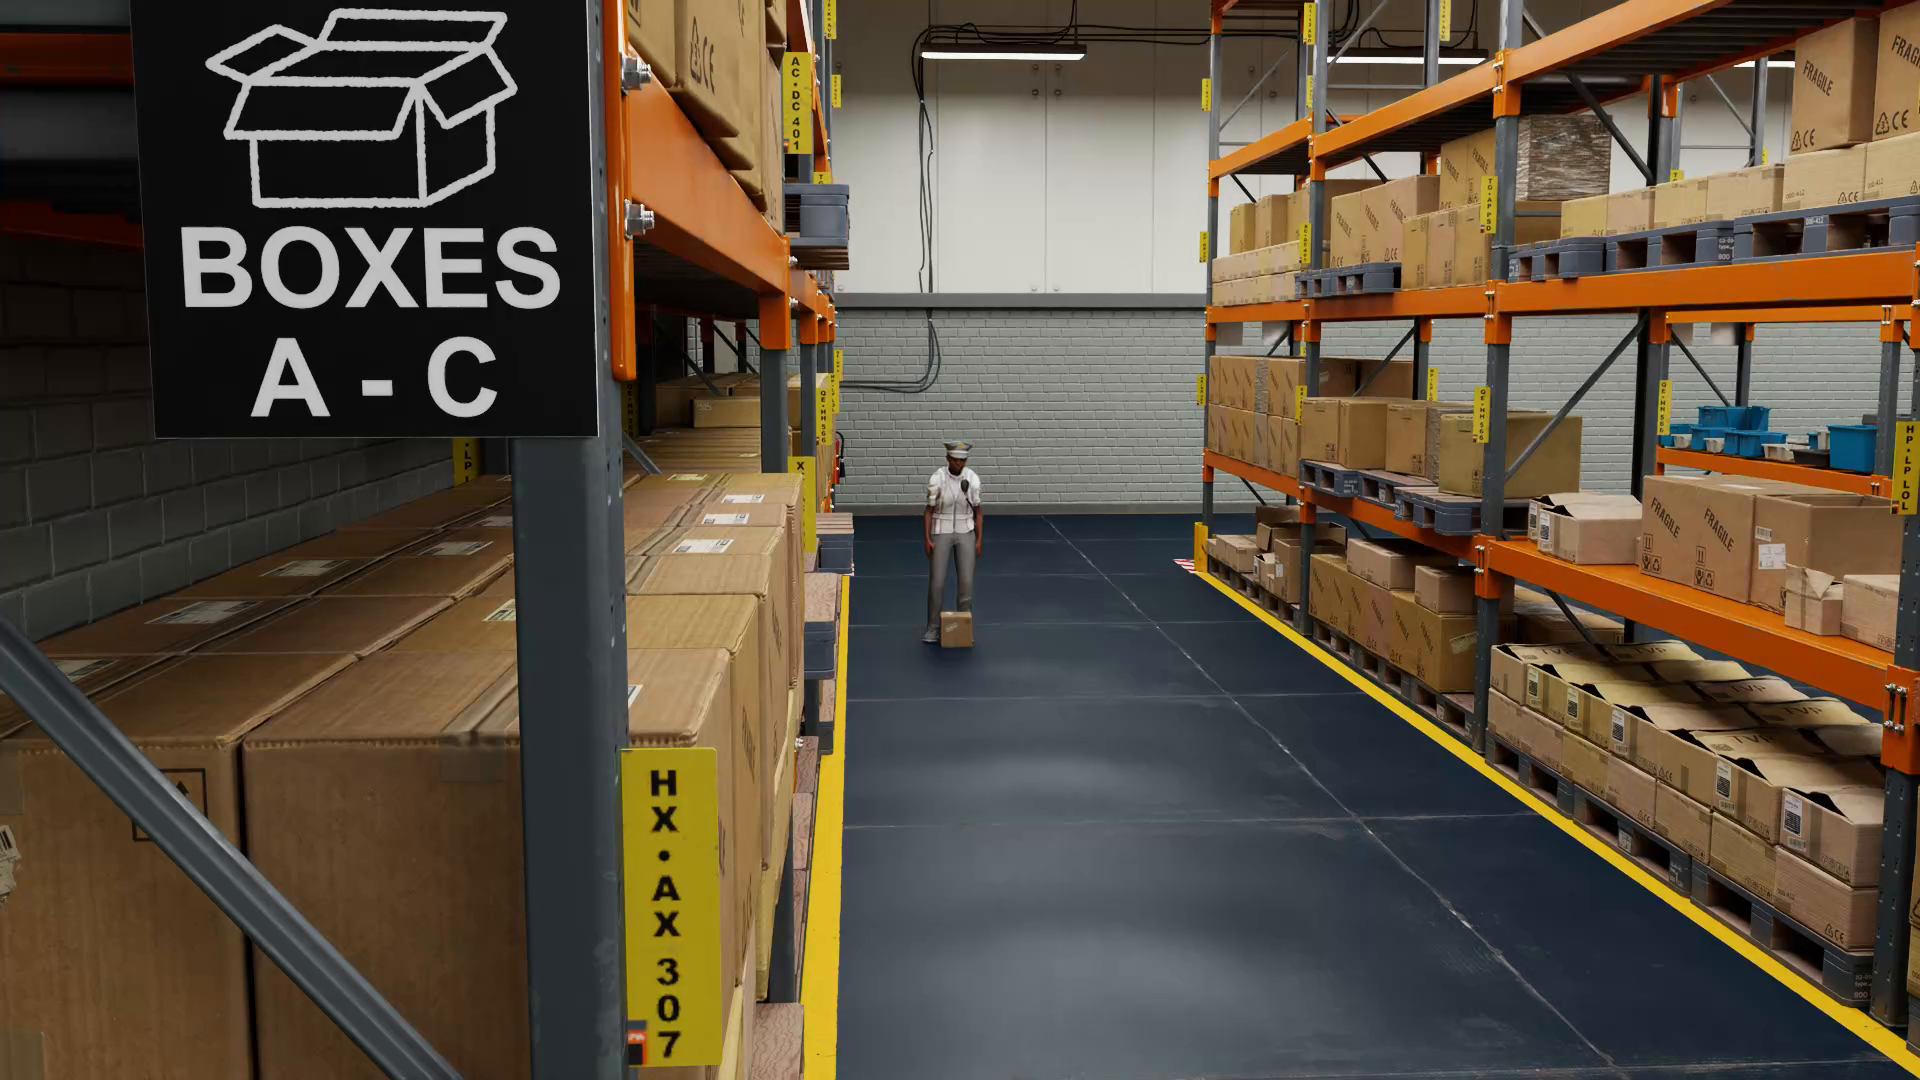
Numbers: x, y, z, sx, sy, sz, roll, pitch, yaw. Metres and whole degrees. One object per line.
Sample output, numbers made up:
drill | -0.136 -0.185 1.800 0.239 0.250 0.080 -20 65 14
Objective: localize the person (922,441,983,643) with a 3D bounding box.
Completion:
person | -0.060 0.008 13.702 0.516 1.655 0.427 -1 7 -6
